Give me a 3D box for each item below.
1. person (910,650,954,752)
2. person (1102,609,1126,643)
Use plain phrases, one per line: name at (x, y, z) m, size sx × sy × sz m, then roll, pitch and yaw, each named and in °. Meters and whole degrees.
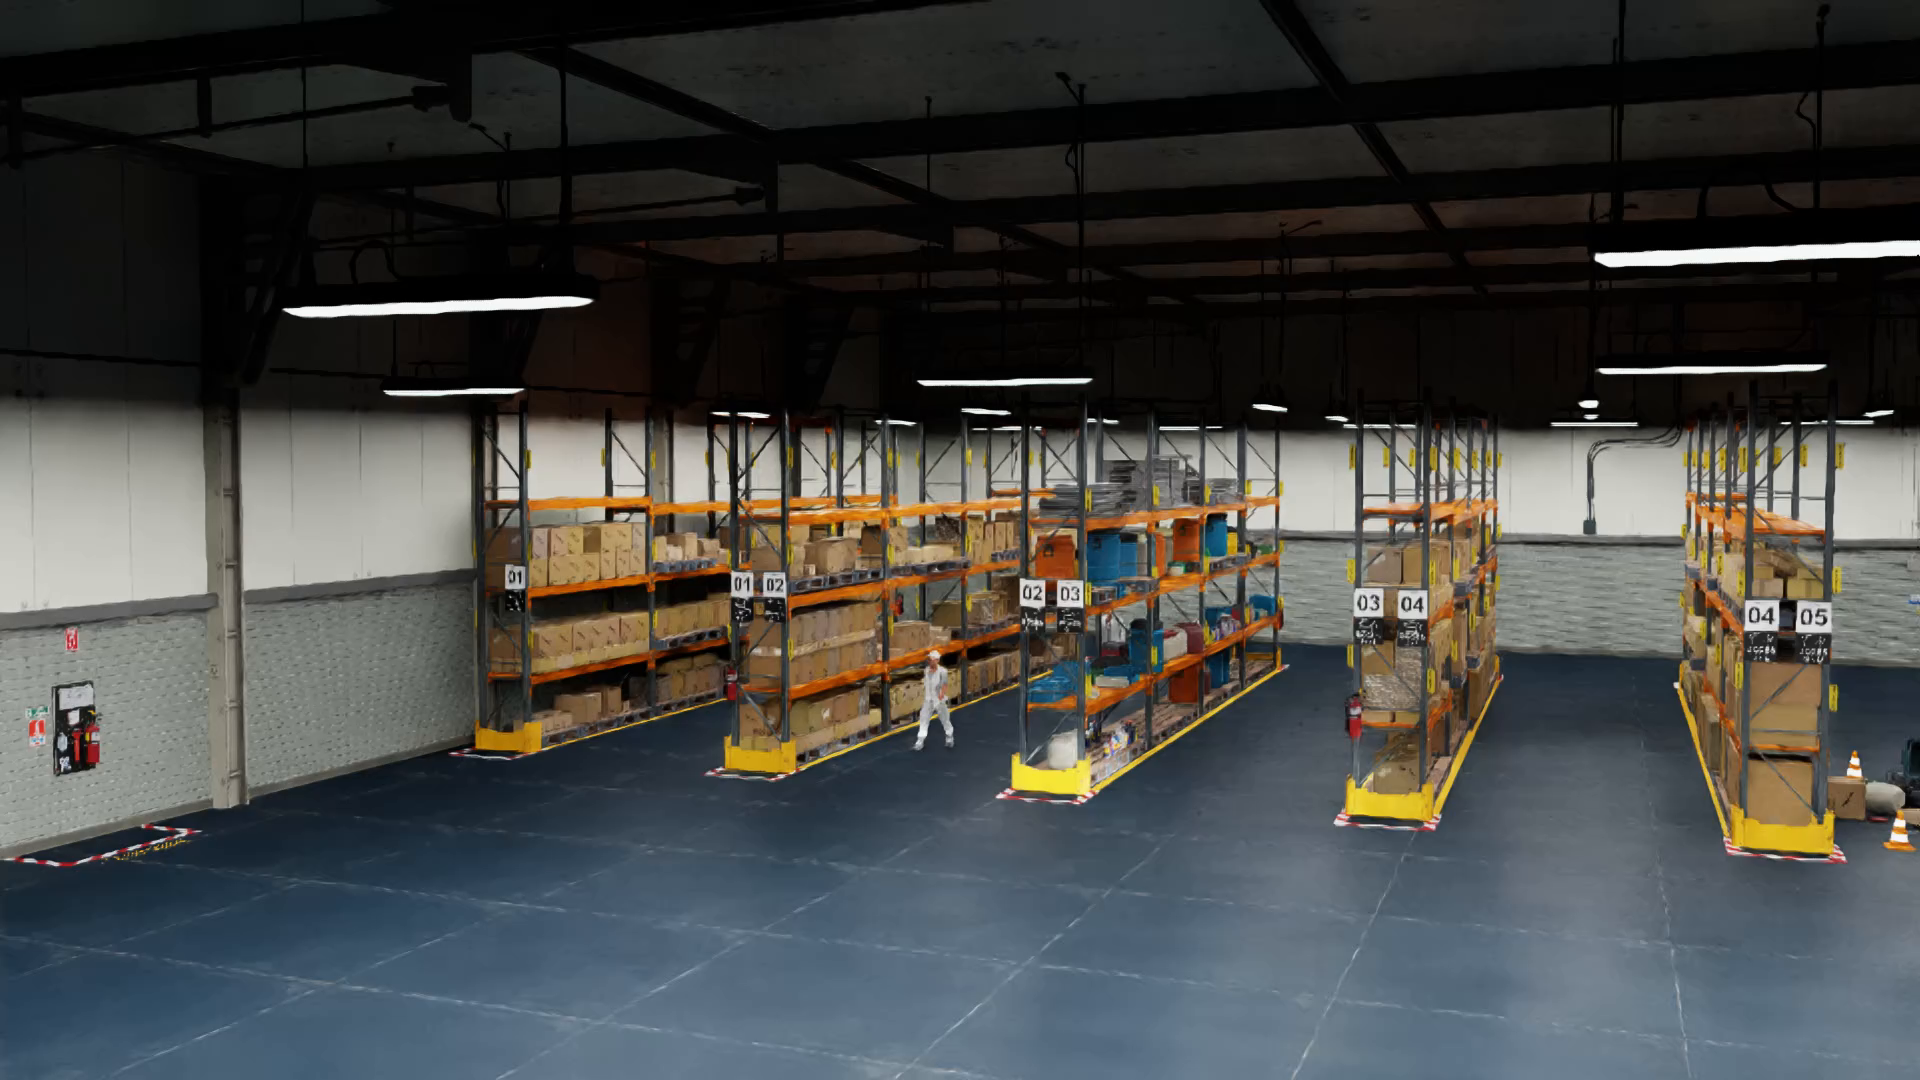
person at (-0.437, 2.742, 28.425) m, size 0.531 × 1.728 × 1.037 m, roll 2°, pitch 3°, yaw 29°
person at (3.385, 2.319, 37.466) m, size 0.729 × 1.733 × 0.546 m, roll 1°, pitch 3°, yaw 19°
